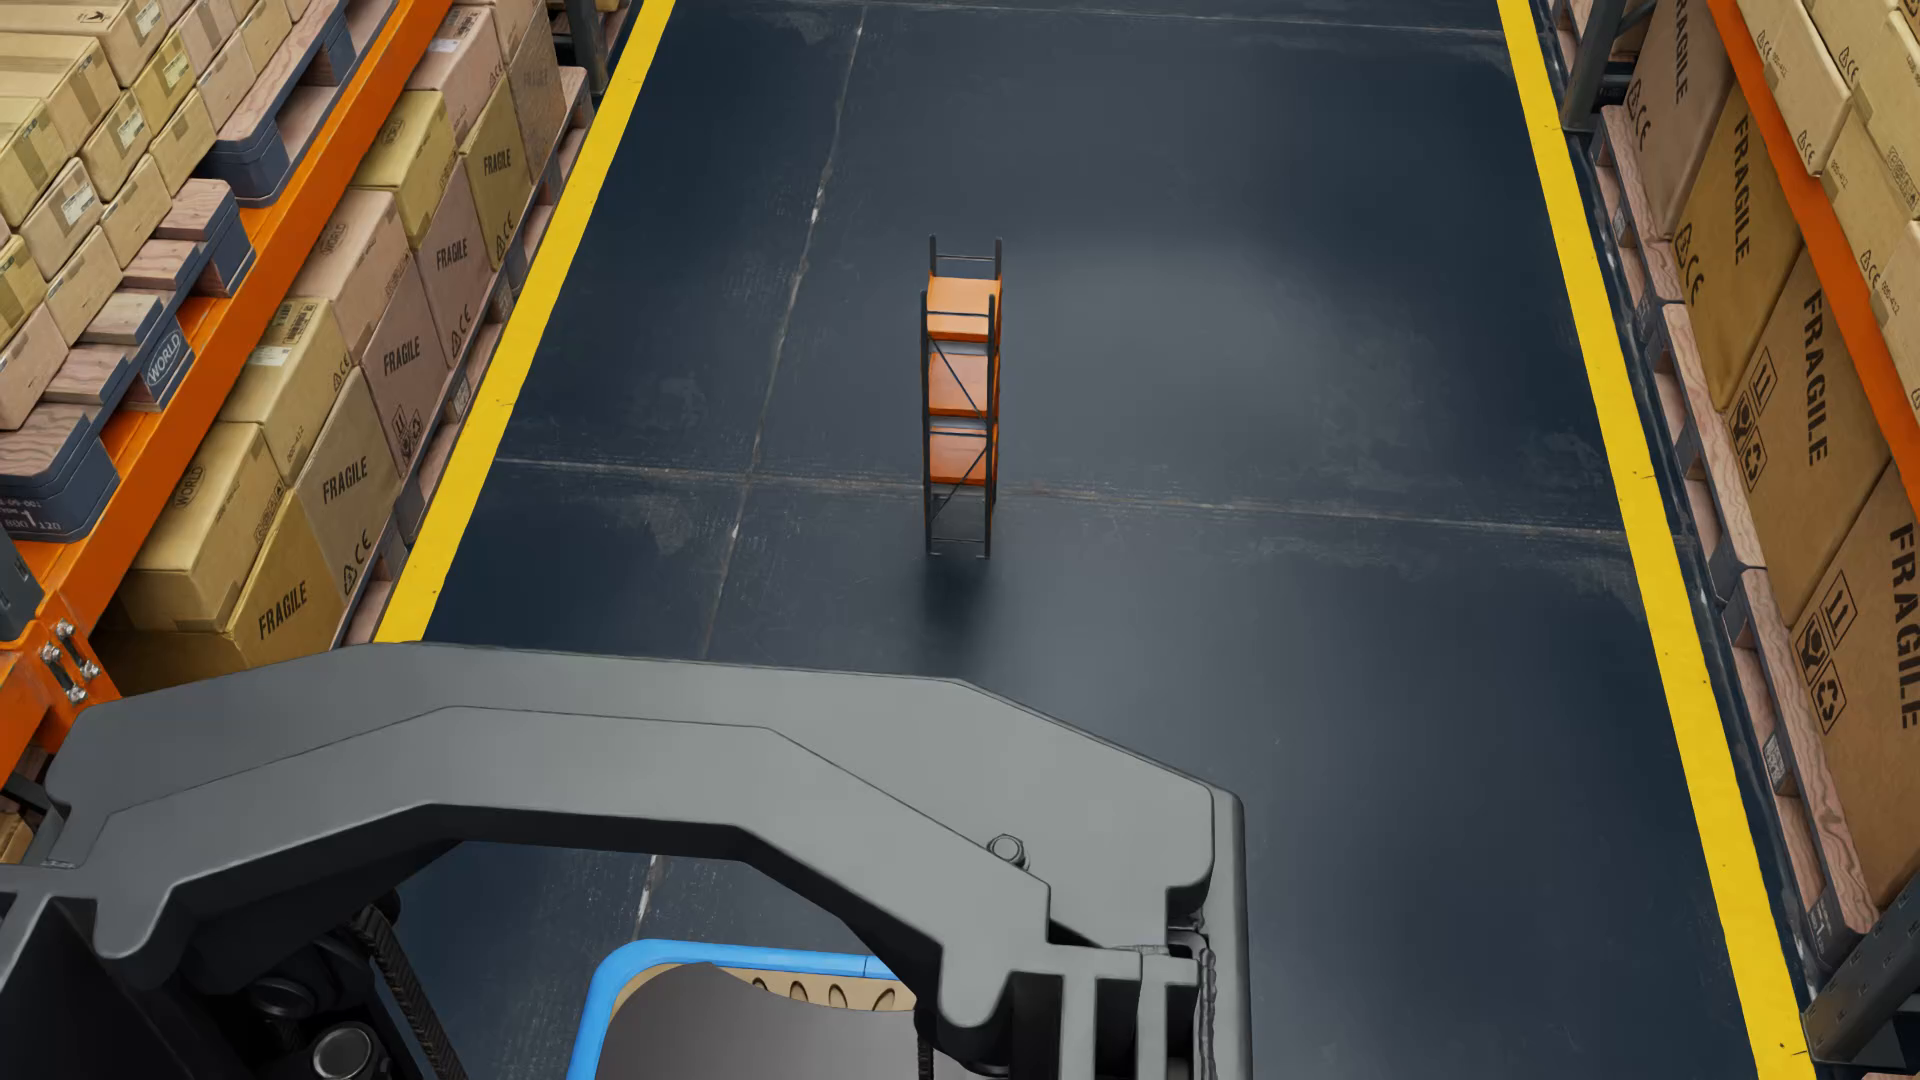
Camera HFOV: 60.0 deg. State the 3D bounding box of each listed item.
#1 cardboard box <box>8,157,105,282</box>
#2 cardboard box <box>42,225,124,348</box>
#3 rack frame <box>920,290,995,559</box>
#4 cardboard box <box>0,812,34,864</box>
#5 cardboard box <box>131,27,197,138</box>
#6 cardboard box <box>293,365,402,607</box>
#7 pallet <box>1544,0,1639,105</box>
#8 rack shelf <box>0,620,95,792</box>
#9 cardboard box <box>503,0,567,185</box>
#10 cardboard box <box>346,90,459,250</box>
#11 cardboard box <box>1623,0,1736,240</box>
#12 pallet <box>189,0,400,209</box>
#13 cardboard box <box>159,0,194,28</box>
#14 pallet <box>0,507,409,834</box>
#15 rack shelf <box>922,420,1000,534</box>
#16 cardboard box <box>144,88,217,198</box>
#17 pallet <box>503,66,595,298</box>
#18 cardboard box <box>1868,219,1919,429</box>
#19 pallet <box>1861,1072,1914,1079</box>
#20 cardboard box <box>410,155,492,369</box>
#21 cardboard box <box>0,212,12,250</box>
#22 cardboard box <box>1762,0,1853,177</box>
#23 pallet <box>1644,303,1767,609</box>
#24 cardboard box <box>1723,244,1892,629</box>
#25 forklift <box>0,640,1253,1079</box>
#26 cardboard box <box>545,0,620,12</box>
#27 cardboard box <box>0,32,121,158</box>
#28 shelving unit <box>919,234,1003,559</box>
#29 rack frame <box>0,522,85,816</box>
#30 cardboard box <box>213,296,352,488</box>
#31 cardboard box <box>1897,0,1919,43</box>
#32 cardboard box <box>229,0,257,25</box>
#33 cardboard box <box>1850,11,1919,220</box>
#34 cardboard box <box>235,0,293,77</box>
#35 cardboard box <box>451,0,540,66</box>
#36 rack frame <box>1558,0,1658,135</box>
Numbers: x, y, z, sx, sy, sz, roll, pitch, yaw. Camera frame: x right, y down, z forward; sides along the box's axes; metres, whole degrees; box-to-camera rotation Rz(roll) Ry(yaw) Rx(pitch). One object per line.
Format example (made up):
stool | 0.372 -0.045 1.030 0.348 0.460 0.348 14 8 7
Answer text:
cardboard box | -2.081 -0.699 3.541 0.380 0.149 0.250 6 48 5
cardboard box | -2.082 -0.570 3.624 0.380 0.149 0.250 6 48 5
rack frame | -0.006 -0.304 4.817 0.200 1.050 0.008 4 48 4
cardboard box | -2.493 1.058 3.489 1.050 0.750 0.750 3 48 3
cardboard box | -2.038 -1.081 3.890 0.380 0.149 0.250 4 48 4
cardboard box | -1.987 -0.171 4.783 0.500 0.500 0.500 4 48 4
pallet | 3.102 -2.294 7.205 1.003 0.211 1.213 4 48 4
rack shelf | -2.530 1.712 2.139 1.077 0.370 4.000 4 48 4
cardboard box | -1.800 -1.677 6.161 0.500 0.500 0.500 3 48 3
cardboard box | -1.894 -1.161 5.180 0.500 0.250 0.500 2 48 2
cardboard box | 2.978 -1.645 5.877 0.875 0.875 0.875 5 48 5
pallet | -2.208 -1.393 4.621 1.003 0.211 1.213 4 48 4
cardboard box | -2.017 -1.356 3.940 0.380 0.149 0.250 6 48 5
pallet | -2.275 0.366 4.772 1.003 0.211 1.213 4 48 4
rack shelf | 0.005 -0.199 5.111 0.215 0.259 0.240 4 48 4
cardboard box | -2.034 -0.967 3.987 0.380 0.149 0.250 6 48 5
pallet | -2.053 -1.427 6.412 1.003 0.211 1.213 4 48 4
cardboard box | 2.409 -0.457 3.737 0.500 0.250 0.500 5 48 4
pallet | 2.518 1.773 3.485 1.003 0.211 1.213 4 48 4
cardboard box | -1.898 -0.924 5.471 0.500 0.500 0.500 3 48 3
cardboard box | -2.113 -0.588 3.238 0.380 0.149 0.250 4 48 4
cardboard box | 2.489 -1.202 4.419 0.500 0.250 0.500 3 48 3
pallet | 2.851 -0.269 5.353 1.003 0.211 1.213 4 48 4
cardboard box | 2.822 -0.324 4.669 0.875 0.875 0.875 4 48 4
forklift | -0.302 1.597 1.803 1.130 2.935 3.031 4 48 3
cardboard box | -1.630 -2.365 7.028 0.380 0.149 0.250 2 48 2
cardboard box | -2.064 -0.962 3.580 0.380 0.149 0.250 4 48 3
shelving unit | 0.005 -0.394 4.899 0.215 1.050 0.252 4 48 4
rack frame | -2.348 -0.001 3.218 1.000 3.000 0.127 4 48 4
cardboard box | -1.998 -0.415 4.498 0.500 0.250 0.500 3 48 3
cardboard box | 2.468 -1.253 3.618 0.500 0.500 0.500 4 48 4
cardboard box | -1.988 -1.446 4.224 0.380 0.149 0.250 3 48 3
cardboard box | 2.451 -0.988 3.883 0.500 0.250 0.500 3 48 3
cardboard box | -1.987 -1.347 4.335 0.380 0.149 0.250 4 48 4
cardboard box | -1.800 -1.927 5.881 0.500 0.250 0.500 3 48 2
rack frame | 2.955 -2.681 5.670 1.000 3.000 0.127 4 48 4
